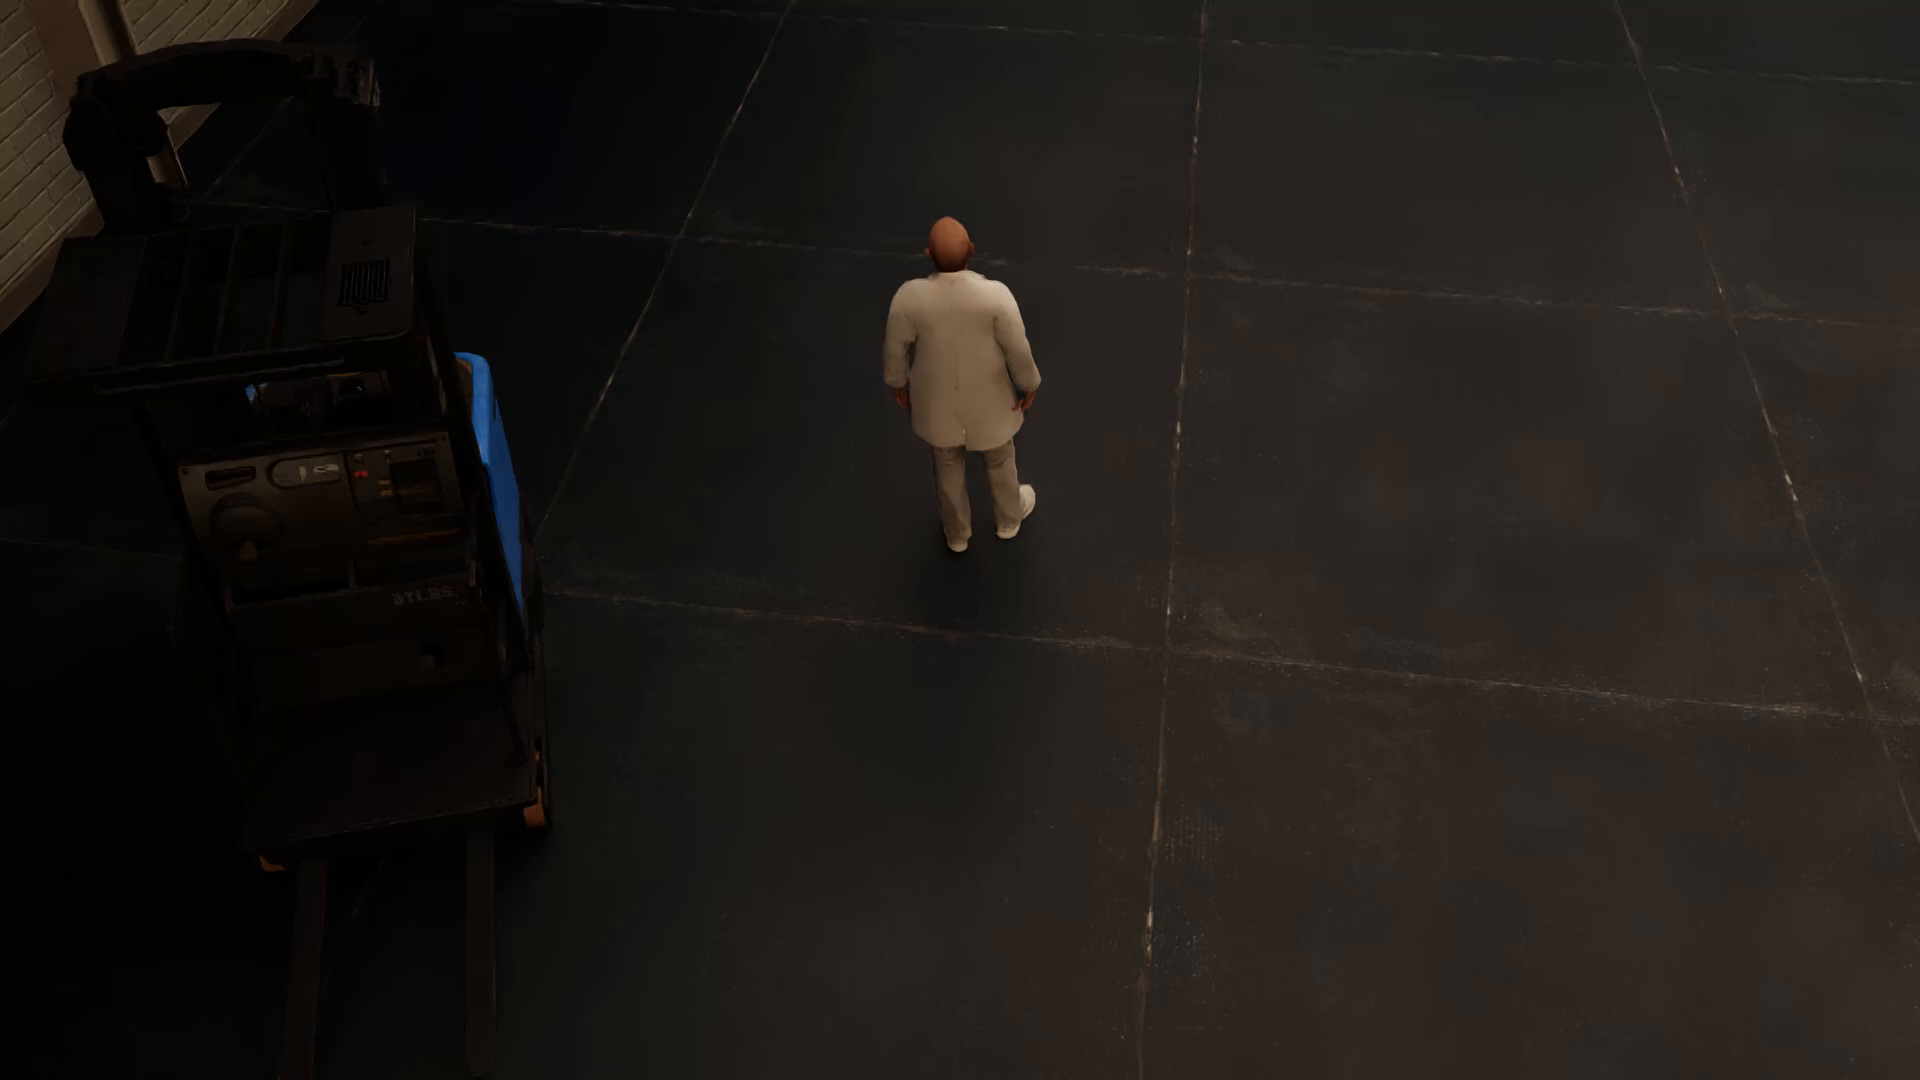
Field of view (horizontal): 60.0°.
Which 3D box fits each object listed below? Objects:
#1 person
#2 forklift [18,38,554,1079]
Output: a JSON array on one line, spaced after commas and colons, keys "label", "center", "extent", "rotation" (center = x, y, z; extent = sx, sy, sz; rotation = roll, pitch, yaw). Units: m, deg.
[{"label": "person", "center": [0.017, -0.720, 7.351], "extent": [0.694, 1.776, 0.579], "rotation": [5, 43, 6]}, {"label": "forklift", "center": [-2.235, -0.071, 5.801], "extent": [1.130, 2.935, 3.031], "rotation": [-8, 43, -9]}]
